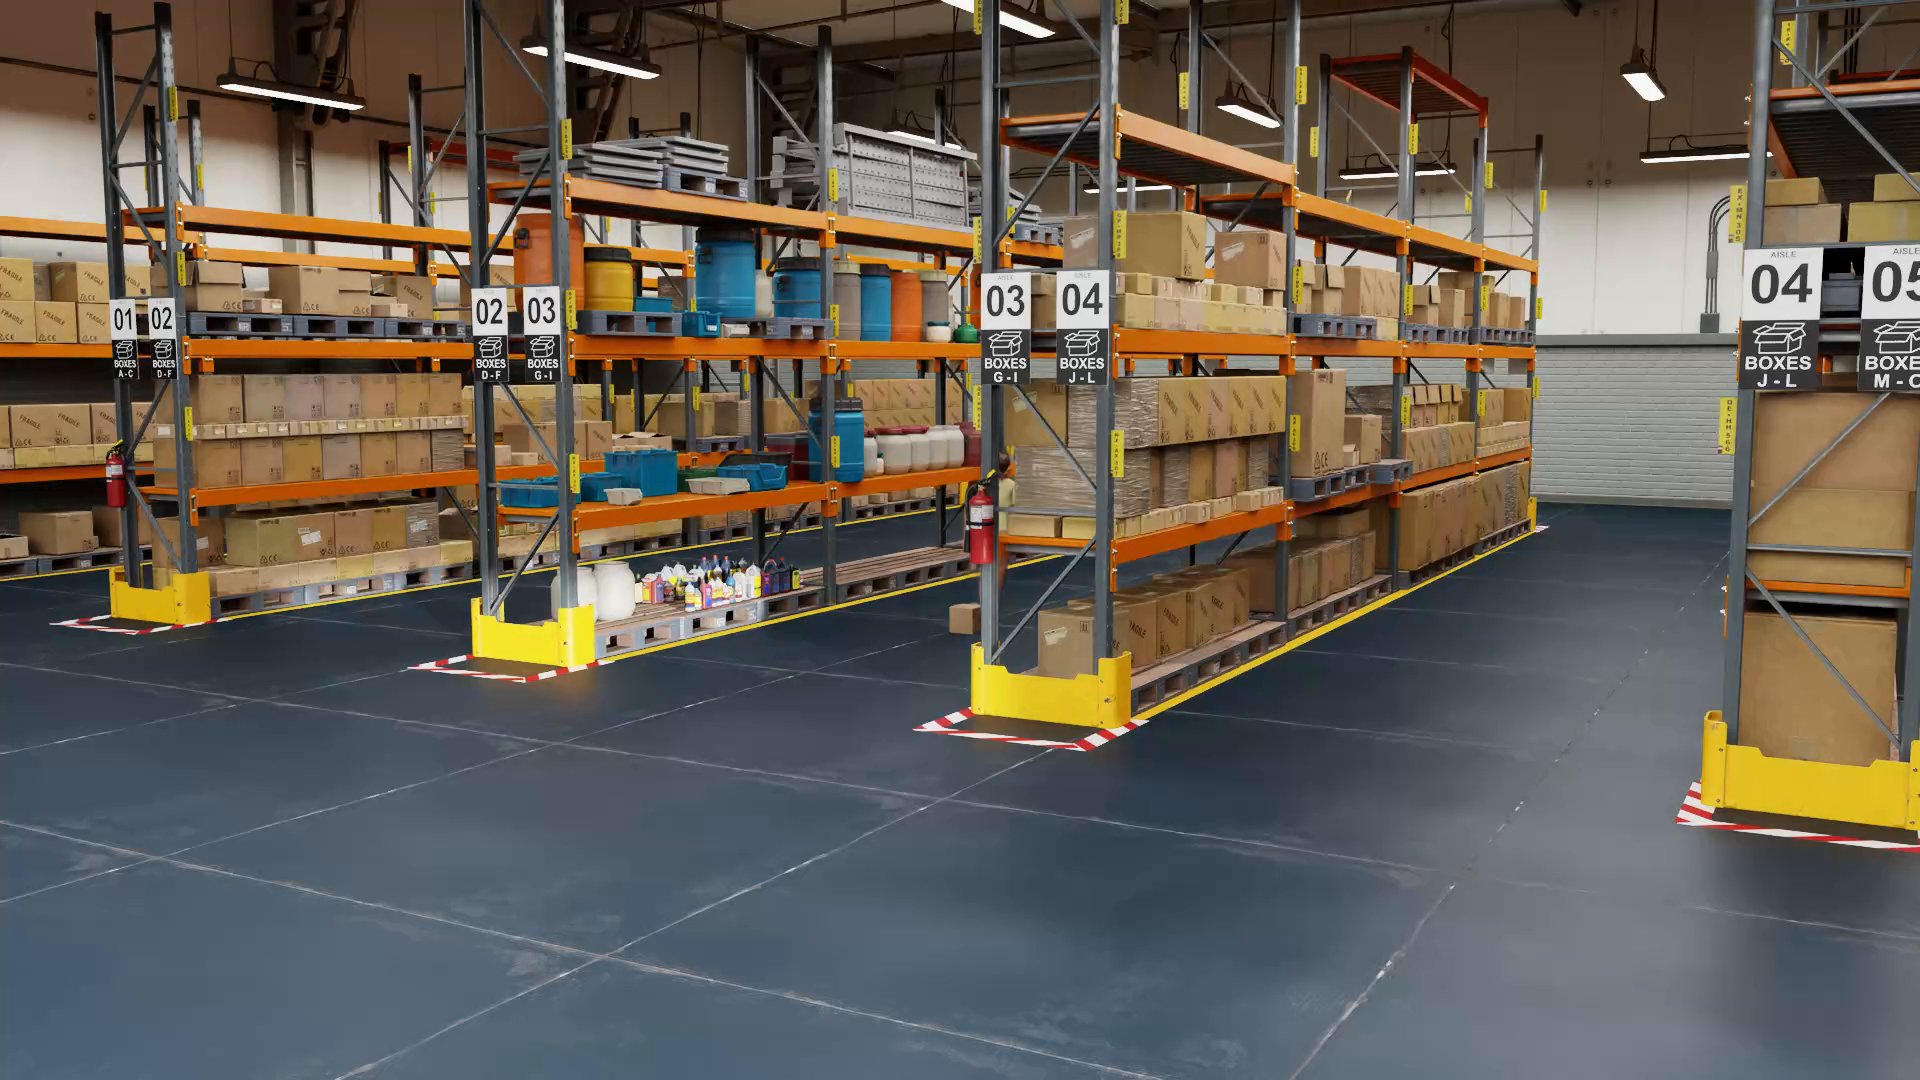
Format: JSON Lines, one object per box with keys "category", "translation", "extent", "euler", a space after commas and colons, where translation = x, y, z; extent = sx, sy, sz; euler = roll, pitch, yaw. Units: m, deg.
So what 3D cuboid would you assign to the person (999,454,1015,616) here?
{"category": "person", "translation": [0.415, -0.055, 16.867], "extent": [0.470, 1.640, 0.872], "euler": [1, 6, 13]}
